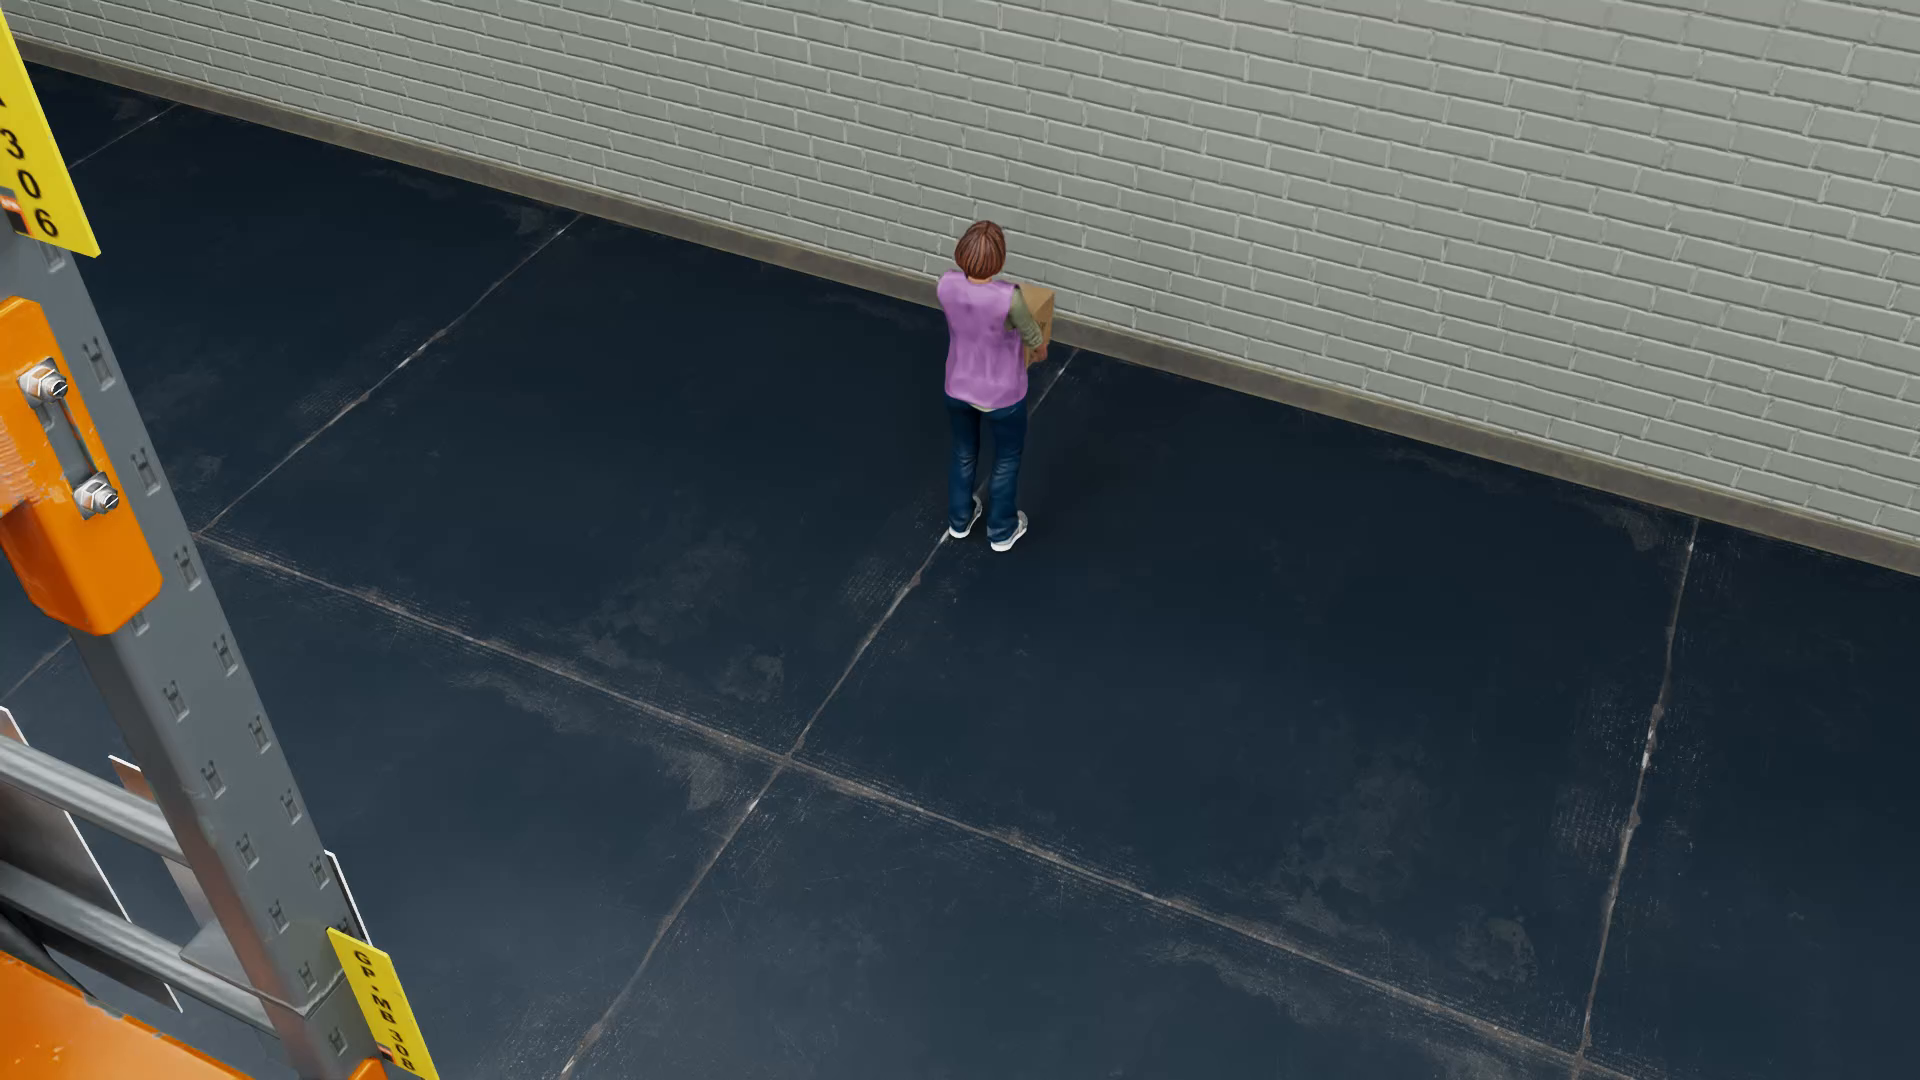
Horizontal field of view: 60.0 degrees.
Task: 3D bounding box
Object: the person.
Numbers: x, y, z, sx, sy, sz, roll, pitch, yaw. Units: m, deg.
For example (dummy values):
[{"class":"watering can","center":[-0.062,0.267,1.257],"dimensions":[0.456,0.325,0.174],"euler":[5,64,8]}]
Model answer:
[{"class":"person","center":[0.140,-0.672,6.903],"dimensions":[0.396,1.598,0.492],"euler":[18,45,18]}]
